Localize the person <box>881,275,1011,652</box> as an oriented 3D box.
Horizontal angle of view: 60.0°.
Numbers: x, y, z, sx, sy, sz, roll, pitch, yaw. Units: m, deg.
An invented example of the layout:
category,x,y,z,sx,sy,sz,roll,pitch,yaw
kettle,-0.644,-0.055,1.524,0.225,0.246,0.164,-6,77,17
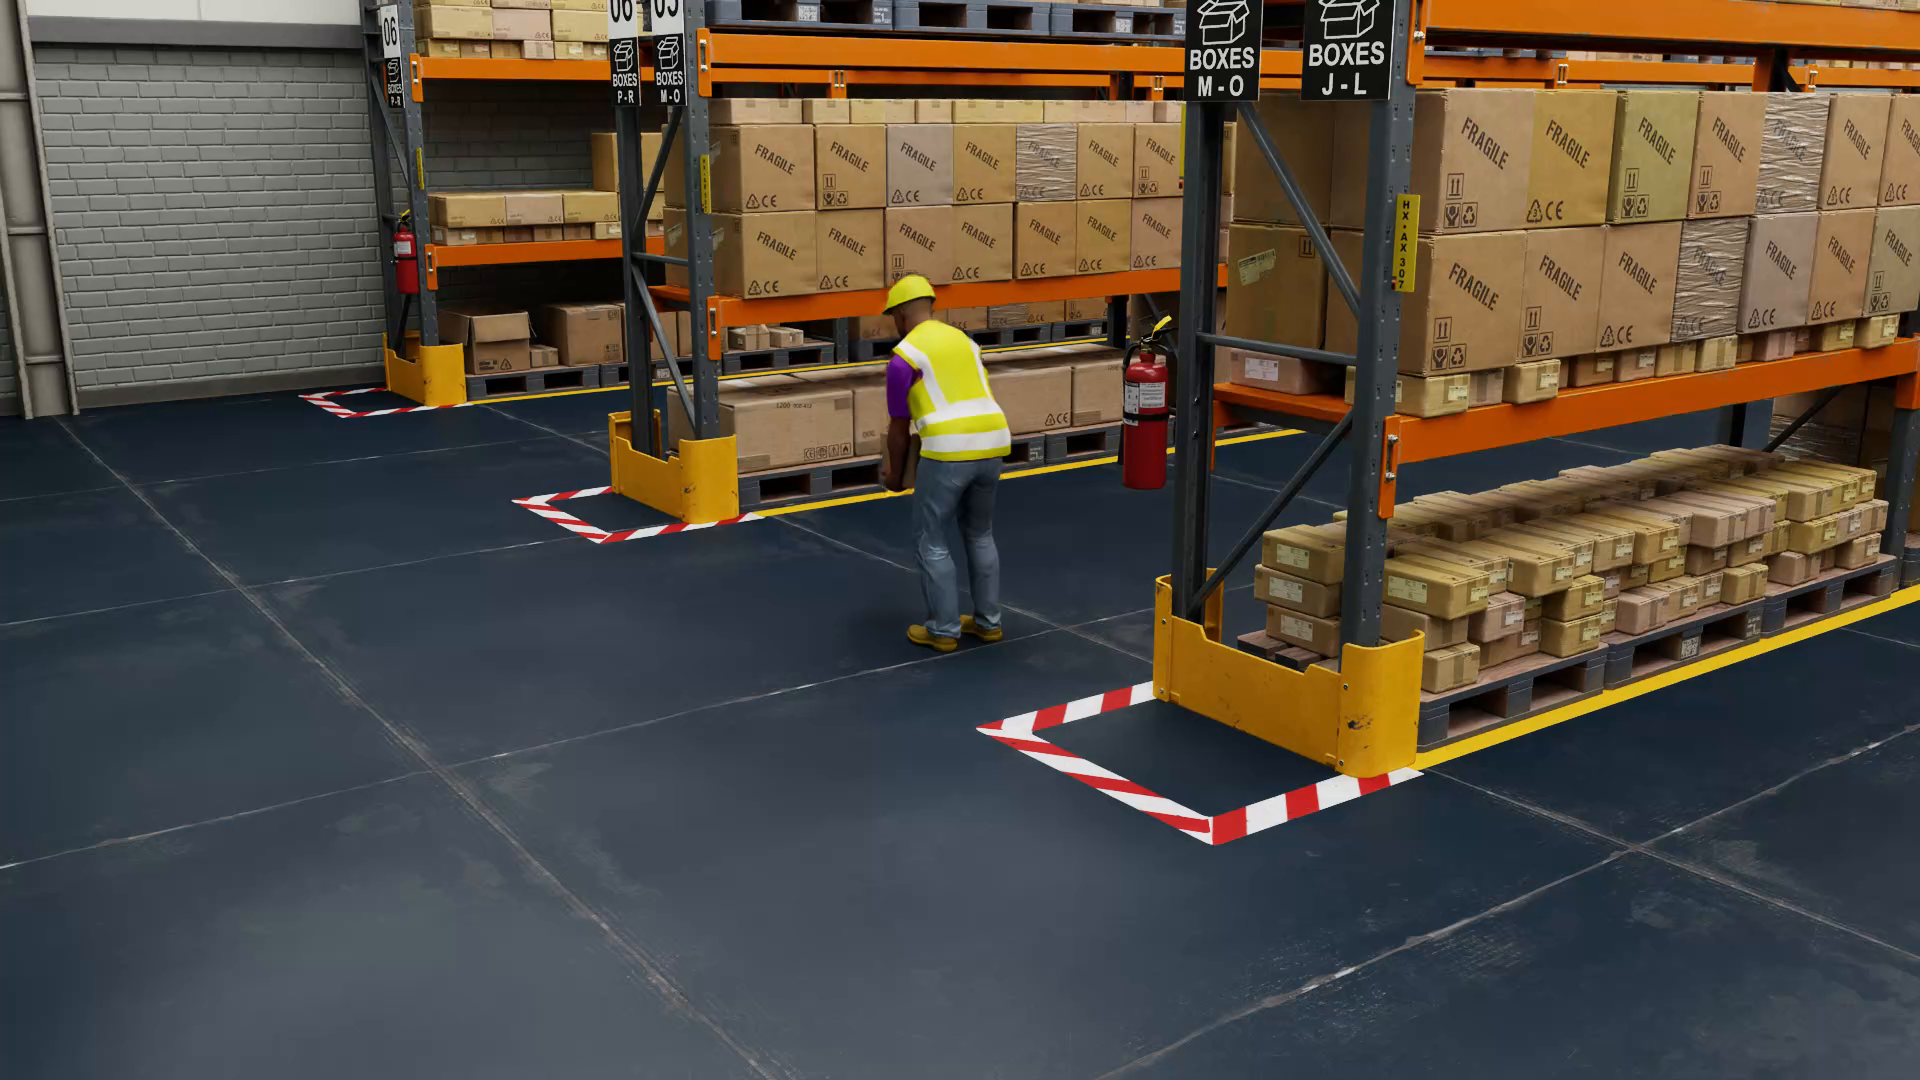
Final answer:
category,x,y,z,sx,sy,sz,roll,pitch,yaw
person,-0.102,-0.364,7.596,0.483,1.656,0.695,-11,18,-36
